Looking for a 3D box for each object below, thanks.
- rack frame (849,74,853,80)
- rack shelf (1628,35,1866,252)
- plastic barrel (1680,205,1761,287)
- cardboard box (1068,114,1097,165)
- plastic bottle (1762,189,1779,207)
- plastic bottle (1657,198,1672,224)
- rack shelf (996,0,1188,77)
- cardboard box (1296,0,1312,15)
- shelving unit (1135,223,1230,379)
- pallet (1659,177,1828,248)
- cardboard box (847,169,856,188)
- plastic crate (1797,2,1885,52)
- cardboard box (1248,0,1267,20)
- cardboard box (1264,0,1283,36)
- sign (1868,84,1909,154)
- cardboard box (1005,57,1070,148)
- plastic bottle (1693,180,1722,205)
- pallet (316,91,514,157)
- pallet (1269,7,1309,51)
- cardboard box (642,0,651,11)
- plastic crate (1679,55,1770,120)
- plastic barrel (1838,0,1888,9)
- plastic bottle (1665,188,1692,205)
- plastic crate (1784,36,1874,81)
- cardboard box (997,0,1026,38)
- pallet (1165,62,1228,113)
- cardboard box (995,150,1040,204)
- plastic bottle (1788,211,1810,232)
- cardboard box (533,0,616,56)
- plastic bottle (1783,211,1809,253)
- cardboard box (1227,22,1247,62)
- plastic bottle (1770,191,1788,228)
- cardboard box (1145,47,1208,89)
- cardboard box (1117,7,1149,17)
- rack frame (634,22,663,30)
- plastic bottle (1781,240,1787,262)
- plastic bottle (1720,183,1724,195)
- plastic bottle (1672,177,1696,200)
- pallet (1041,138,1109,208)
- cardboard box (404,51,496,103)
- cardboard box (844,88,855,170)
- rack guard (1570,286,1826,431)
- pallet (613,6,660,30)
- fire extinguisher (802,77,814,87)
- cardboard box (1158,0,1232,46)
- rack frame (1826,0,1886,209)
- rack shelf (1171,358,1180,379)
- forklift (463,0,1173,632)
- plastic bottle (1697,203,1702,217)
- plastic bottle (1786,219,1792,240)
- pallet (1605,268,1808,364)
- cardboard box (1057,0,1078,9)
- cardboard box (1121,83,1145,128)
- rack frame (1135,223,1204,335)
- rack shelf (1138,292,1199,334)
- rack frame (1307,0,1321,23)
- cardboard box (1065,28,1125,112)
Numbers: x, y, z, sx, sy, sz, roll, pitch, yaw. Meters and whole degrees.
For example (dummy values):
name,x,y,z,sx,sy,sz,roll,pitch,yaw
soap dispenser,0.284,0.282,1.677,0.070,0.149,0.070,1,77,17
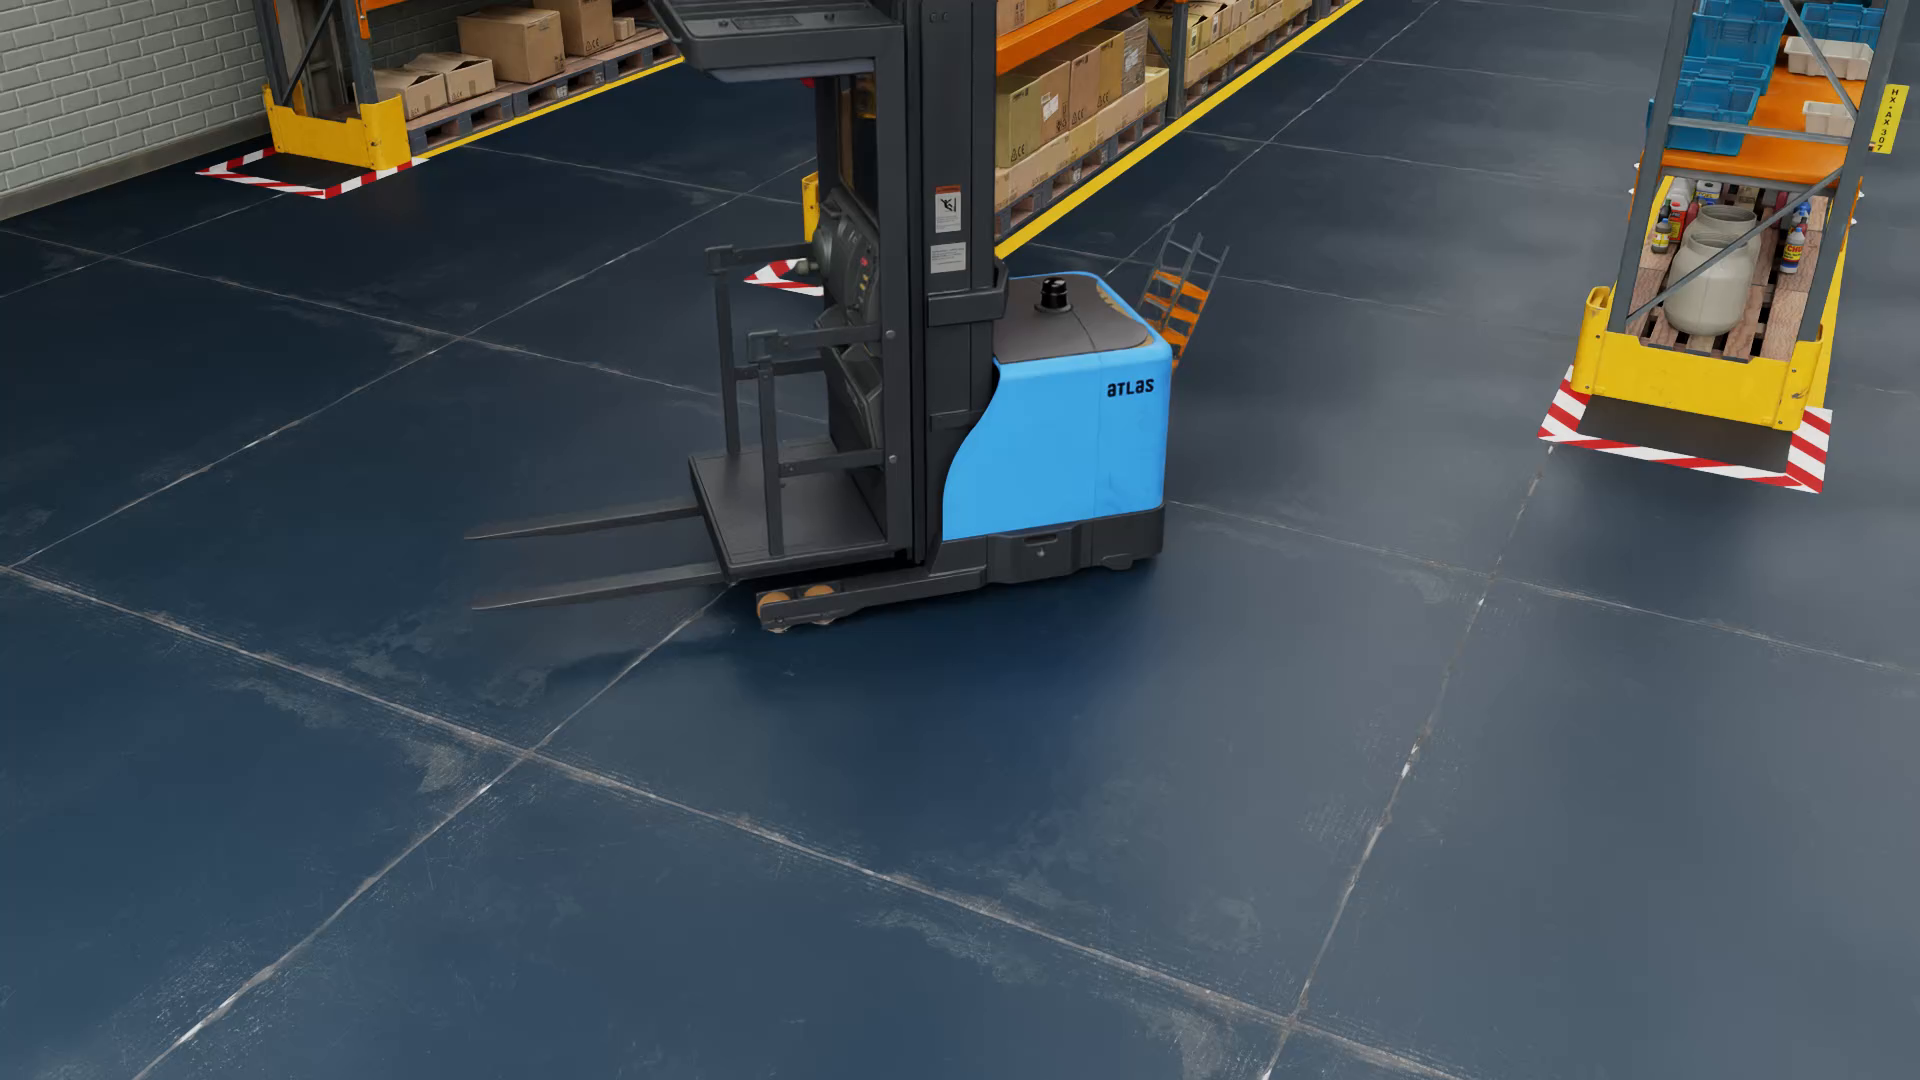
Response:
name,x,y,z,sx,sy,sz,roll,pitch,yaw
rack frame,-0.443,-3.152,10.227,1.000,3.000,0.127,14,33,23
rack shelf,4.876,-2.601,9.990,1.077,0.370,4.000,14,33,23
plastic barrel,4.425,-1.661,9.707,0.421,0.512,0.421,0,30,0
cardboard box,0.684,-2.994,12.290,0.500,0.250,0.500,14,33,23
plastic bottle,5.520,-2.396,11.204,0.152,0.276,0.135,14,33,23
plastic bottle,4.448,-2.009,10.522,0.061,0.283,0.133,15,33,24
rack shelf,0.468,-3.727,11.950,1.077,0.370,4.000,14,33,23
cardboard box,3.179,-5.400,16.480,0.500,0.250,0.500,15,33,24
shelving unit,0.947,-0.946,8.226,0.189,1.200,0.258,11,19,-38
pallet,5.444,-2.302,11.547,1.003,0.211,1.213,14,33,23
cardboard box,-0.462,-2.446,11.338,0.500,0.250,0.500,14,33,23
plastic crate,5.525,-3.183,10.430,0.499,0.251,0.616,14,33,23
cardboard box,2.488,-4.967,15.163,0.500,0.311,0.500,15,33,25
cardboard box,2.716,-4.948,15.694,0.500,0.250,0.500,15,33,24
sign,4.453,-2.020,7.977,0.100,0.325,0.005,14,33,23
cardboard box,0.442,-3.101,11.724,0.500,0.500,0.500,14,33,23
plastic bottle,4.914,-2.251,10.951,0.152,0.276,0.135,14,33,23
pallet,-4.418,-3.451,13.547,1.003,0.211,1.213,14,33,23
pallet,2.792,-5.133,16.477,1.003,0.211,1.213,14,33,23
cardboard box,-2.712,-5.484,16.356,0.700,0.500,0.500,15,33,25
plastic crate,4.227,-2.538,9.308,0.499,0.251,0.408,14,33,23
plastic barrel,6.233,-4.120,11.409,0.600,0.901,0.708,14,33,23
plastic bottle,4.614,-2.117,10.718,0.152,0.276,0.135,13,32,22
plastic crate,5.273,-2.908,10.067,0.530,0.136,0.437,14,33,23
cardboard box,0.016,-3.633,10.964,0.700,0.500,0.500,15,33,25
pallet,1.680,-4.051,14.593,1.003,0.211,1.213,14,33,23
cardboard box,0.224,-2.551,11.520,0.500,0.250,0.500,14,33,23
plastic bottle,5.409,-2.068,10.708,0.097,0.201,0.097,0,30,0
cardboard box,-3.469,-4.685,14.965,0.500,0.500,0.500,12,32,20
plastic bottle,5.224,-1.919,10.378,0.097,0.271,0.097,0,30,0
cardboard box,2.251,-4.494,14.903,0.500,0.250,0.500,13,32,22
plastic bottle,5.343,-2.186,10.831,0.061,0.283,0.133,14,33,23
cardboard box,1.784,-4.038,14.108,0.500,0.250,0.500,13,33,22
cardboard box,1.309,-4.403,14.181,0.500,0.311,0.500,14,33,23
rack frame,-3.032,-6.047,15.269,1.000,3.000,0.127,14,33,23
plastic bottle,5.115,-1.783,10.211,0.097,0.201,0.097,0,30,0
plastic bottle,5.178,-2.546,11.389,0.144,0.351,0.185,14,33,23
plastic bottle,4.770,-2.306,10.972,0.144,0.351,0.185,14,33,23
pallet,0.425,-2.830,12.466,1.003,0.211,1.213,14,33,23
cardboard box,-4.199,-3.838,13.679,0.500,0.311,0.500,17,34,27
cardboard box,-0.464,-2.772,11.152,0.500,0.500,0.500,14,33,23
rack guard,3.958,-0.987,8.967,1.175,0.500,0.348,14,33,23
pallet,-2.679,-5.184,16.565,1.003,0.211,1.213,14,33,23
fire extinguisher,-0.910,-3.171,10.338,0.296,0.674,0.183,14,33,23
cardboard box,2.022,-4.506,14.360,0.500,0.311,0.500,14,33,23
rack frame,5.787,-3.800,11.355,1.000,3.000,0.127,14,33,23
rack shelf,0.930,-0.907,8.237,0.180,0.103,0.258,11,19,-38
forklift,-0.655,-1.174,6.851,3.031,2.935,1.130,-9,31,-15
plastic bottle,4.733,-2.065,10.701,0.097,0.201,0.097,0,30,0
plastic bottle,5.315,-1.977,10.549,0.097,0.201,0.097,0,30,0
pallet,4.333,-1.221,9.664,1.003,0.211,1.213,14,33,23
cardboard box,0.484,-4.086,11.753,0.700,0.500,0.500,15,33,25
cardboard box,1.126,-3.440,13.068,0.500,0.250,0.500,14,33,23
rack frame,0.876,-0.960,8.169,0.006,1.200,0.240,11,19,-38
rack shelf,1.020,-1.121,8.175,0.180,0.103,0.258,11,19,-38
rack frame,3.201,-6.698,16.403,1.000,3.000,0.127,14,33,23
cardboard box,0.900,-3.543,12.495,0.500,0.500,0.500,14,33,23
